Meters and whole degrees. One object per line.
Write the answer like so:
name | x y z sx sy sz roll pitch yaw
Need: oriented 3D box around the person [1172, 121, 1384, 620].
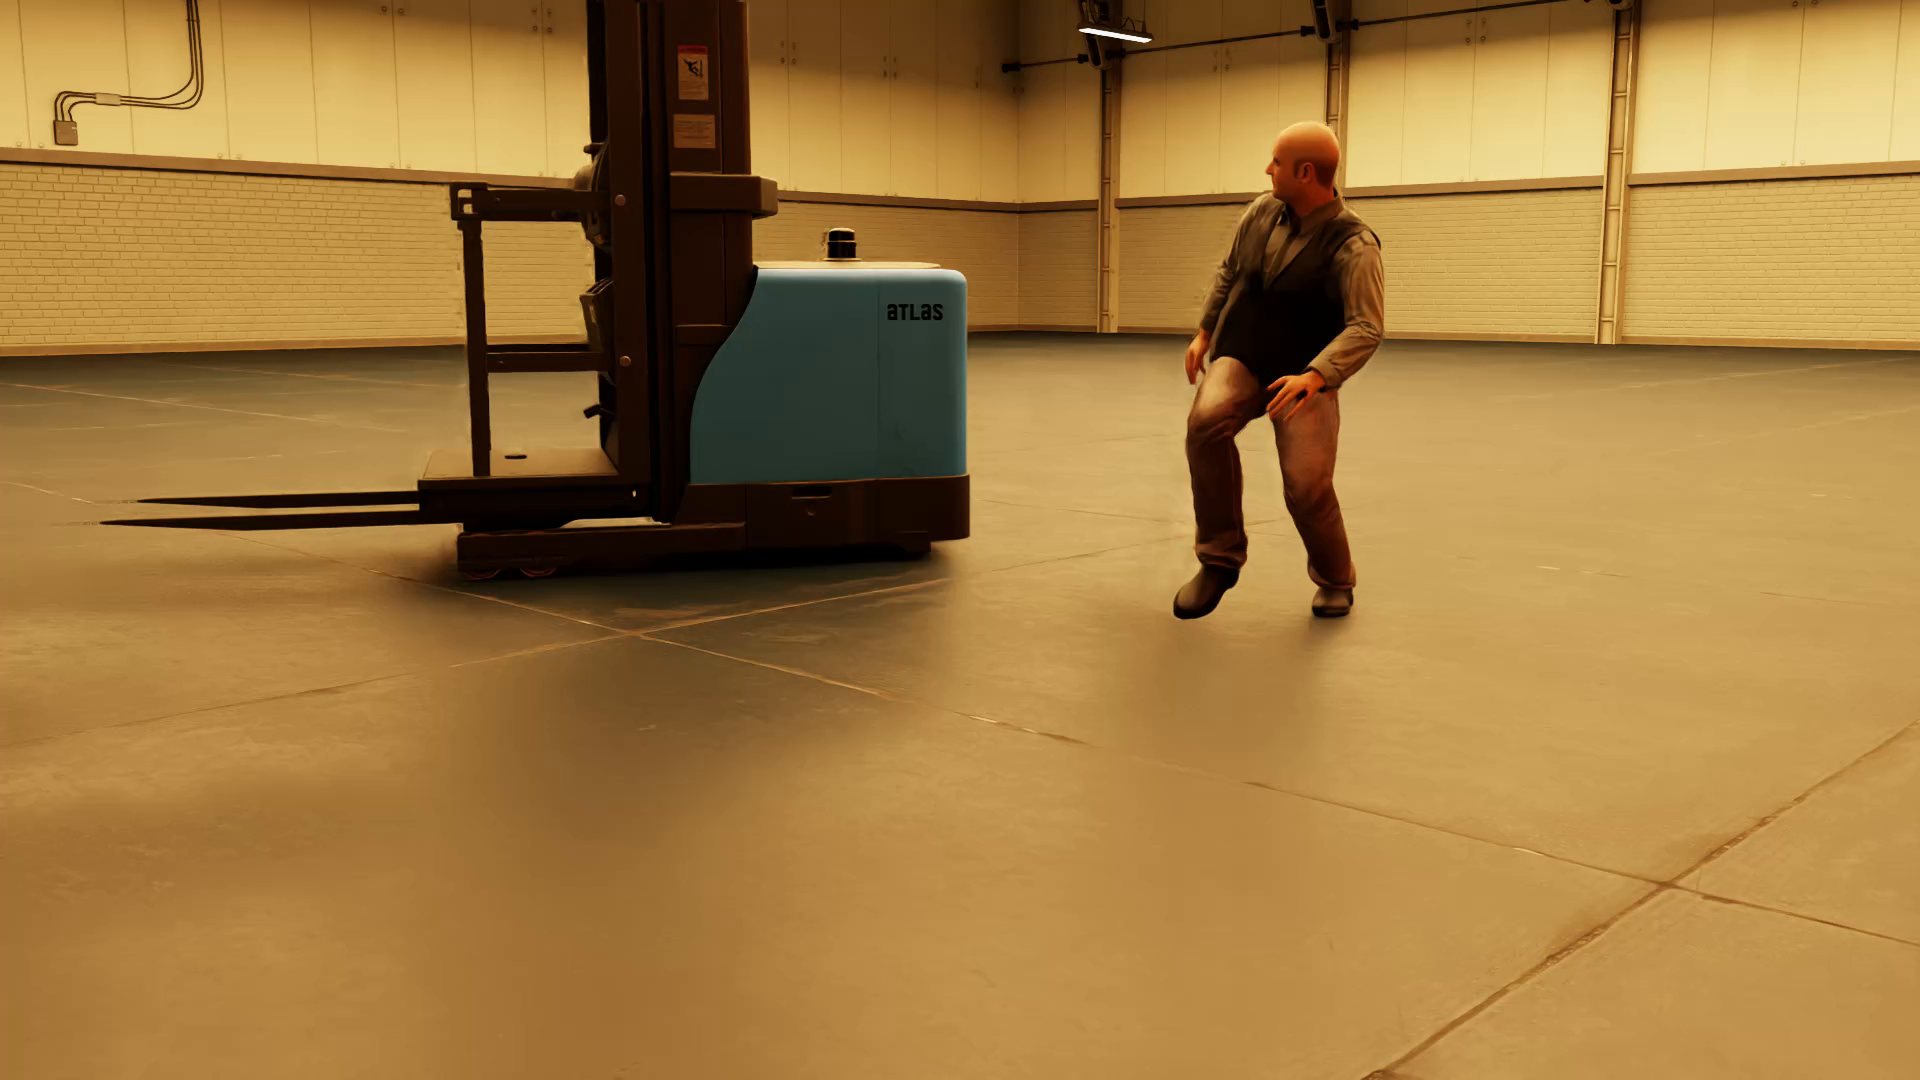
person | 0.943 -0.511 5.150 0.750 1.516 0.723 5 10 29

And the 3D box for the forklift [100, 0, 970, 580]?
forklift | -1.537 -1.396 6.148 3.031 2.935 1.130 -2 9 -15
